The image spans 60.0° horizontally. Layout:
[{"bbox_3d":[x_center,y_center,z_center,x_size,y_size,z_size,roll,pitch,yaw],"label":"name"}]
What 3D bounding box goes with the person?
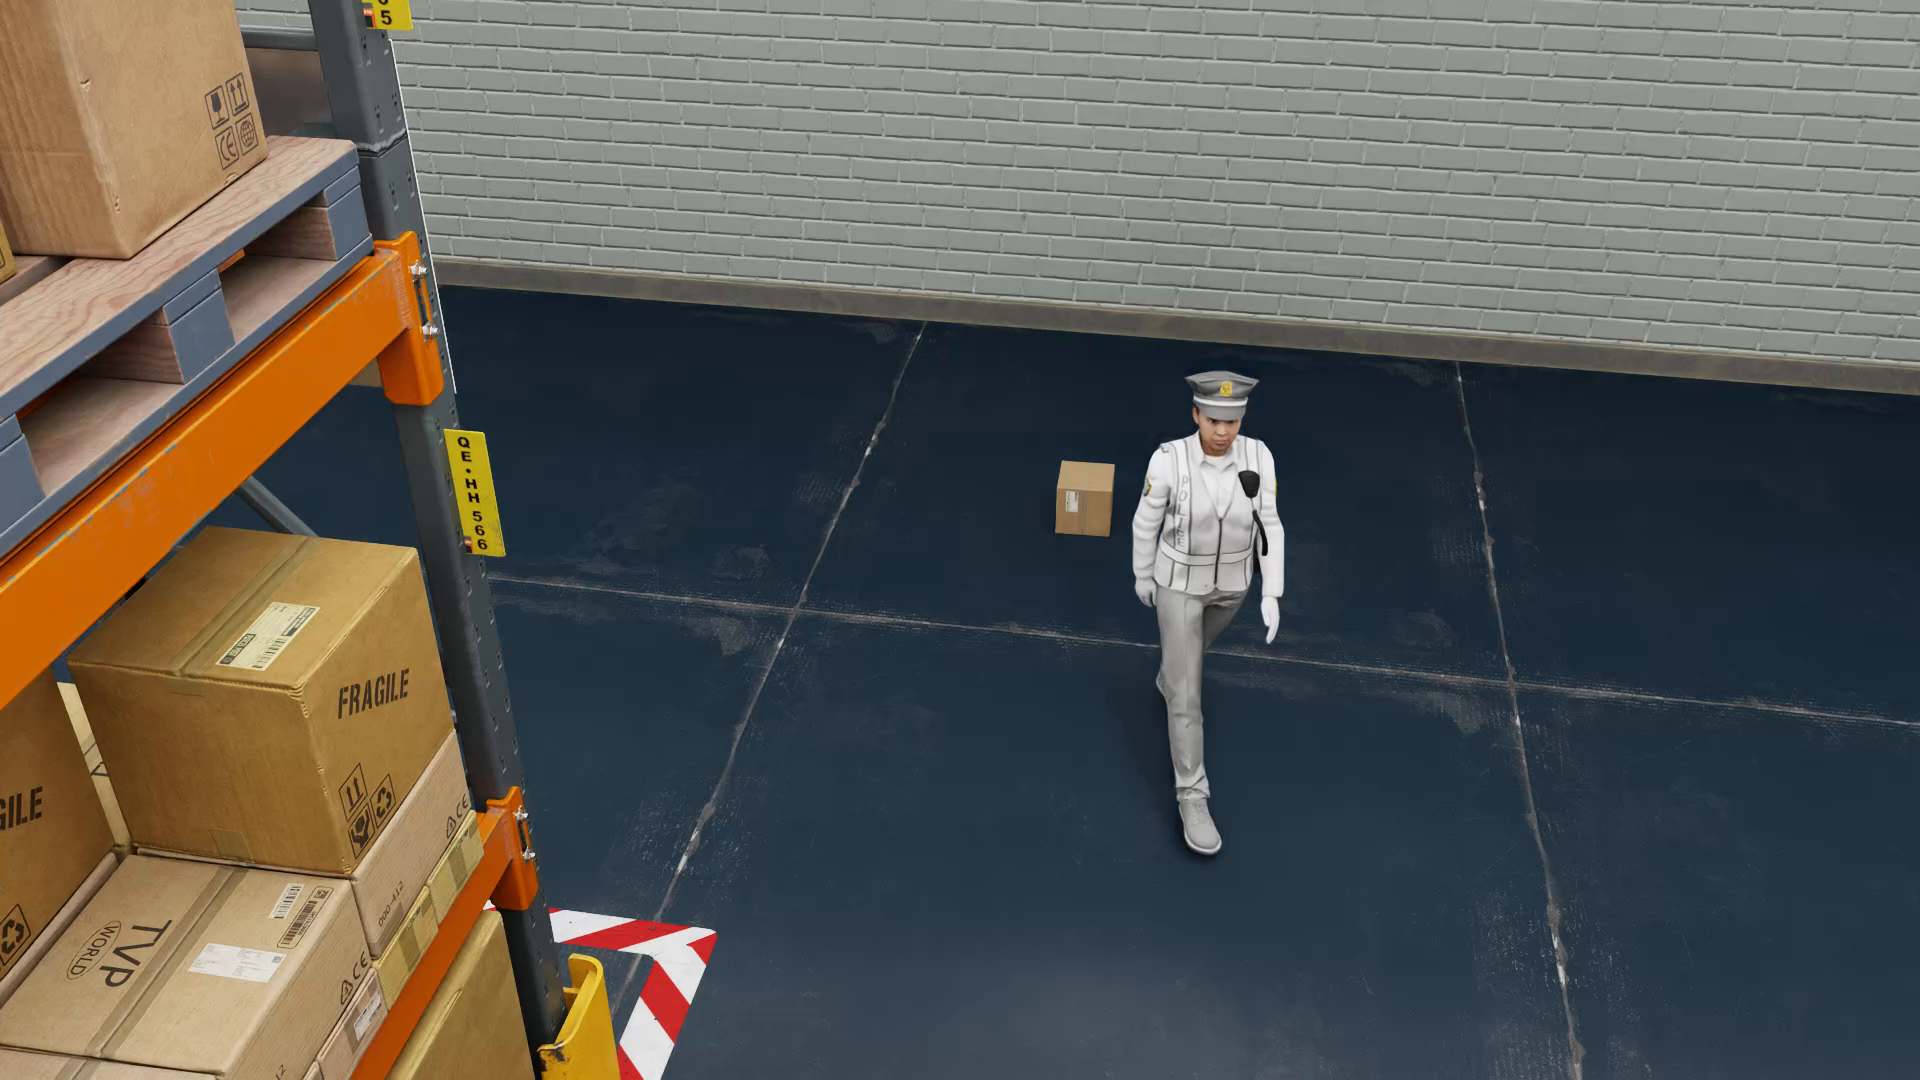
[{"bbox_3d":[0.885,0.162,5.830,0.498,1.627,1.005,-6,33,-9],"label":"person"}]
